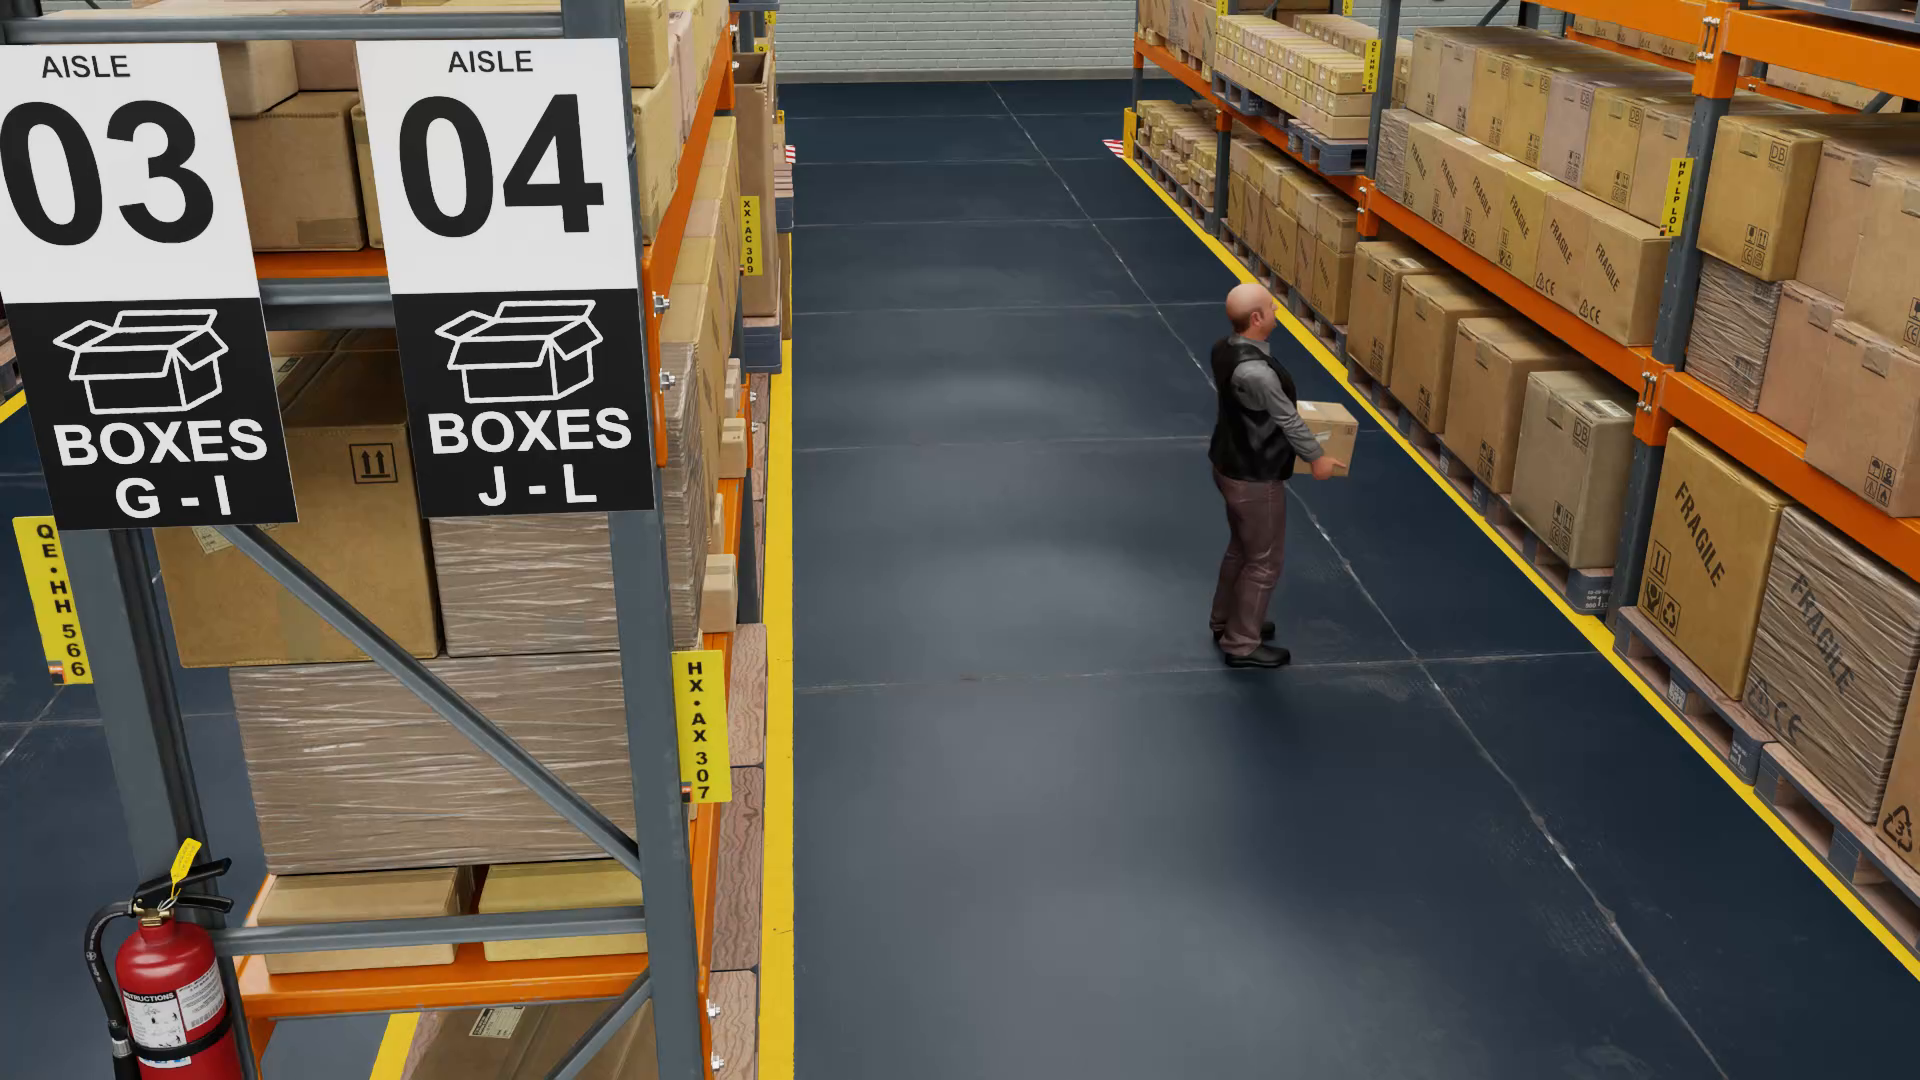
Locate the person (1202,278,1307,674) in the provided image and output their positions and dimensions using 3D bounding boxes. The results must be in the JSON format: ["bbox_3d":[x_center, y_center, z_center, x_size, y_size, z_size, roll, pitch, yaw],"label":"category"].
[{"bbox_3d":[1.279,-0.296,7.309,0.415,1.720,0.589,-3,24,-7],"label":"person"}]
